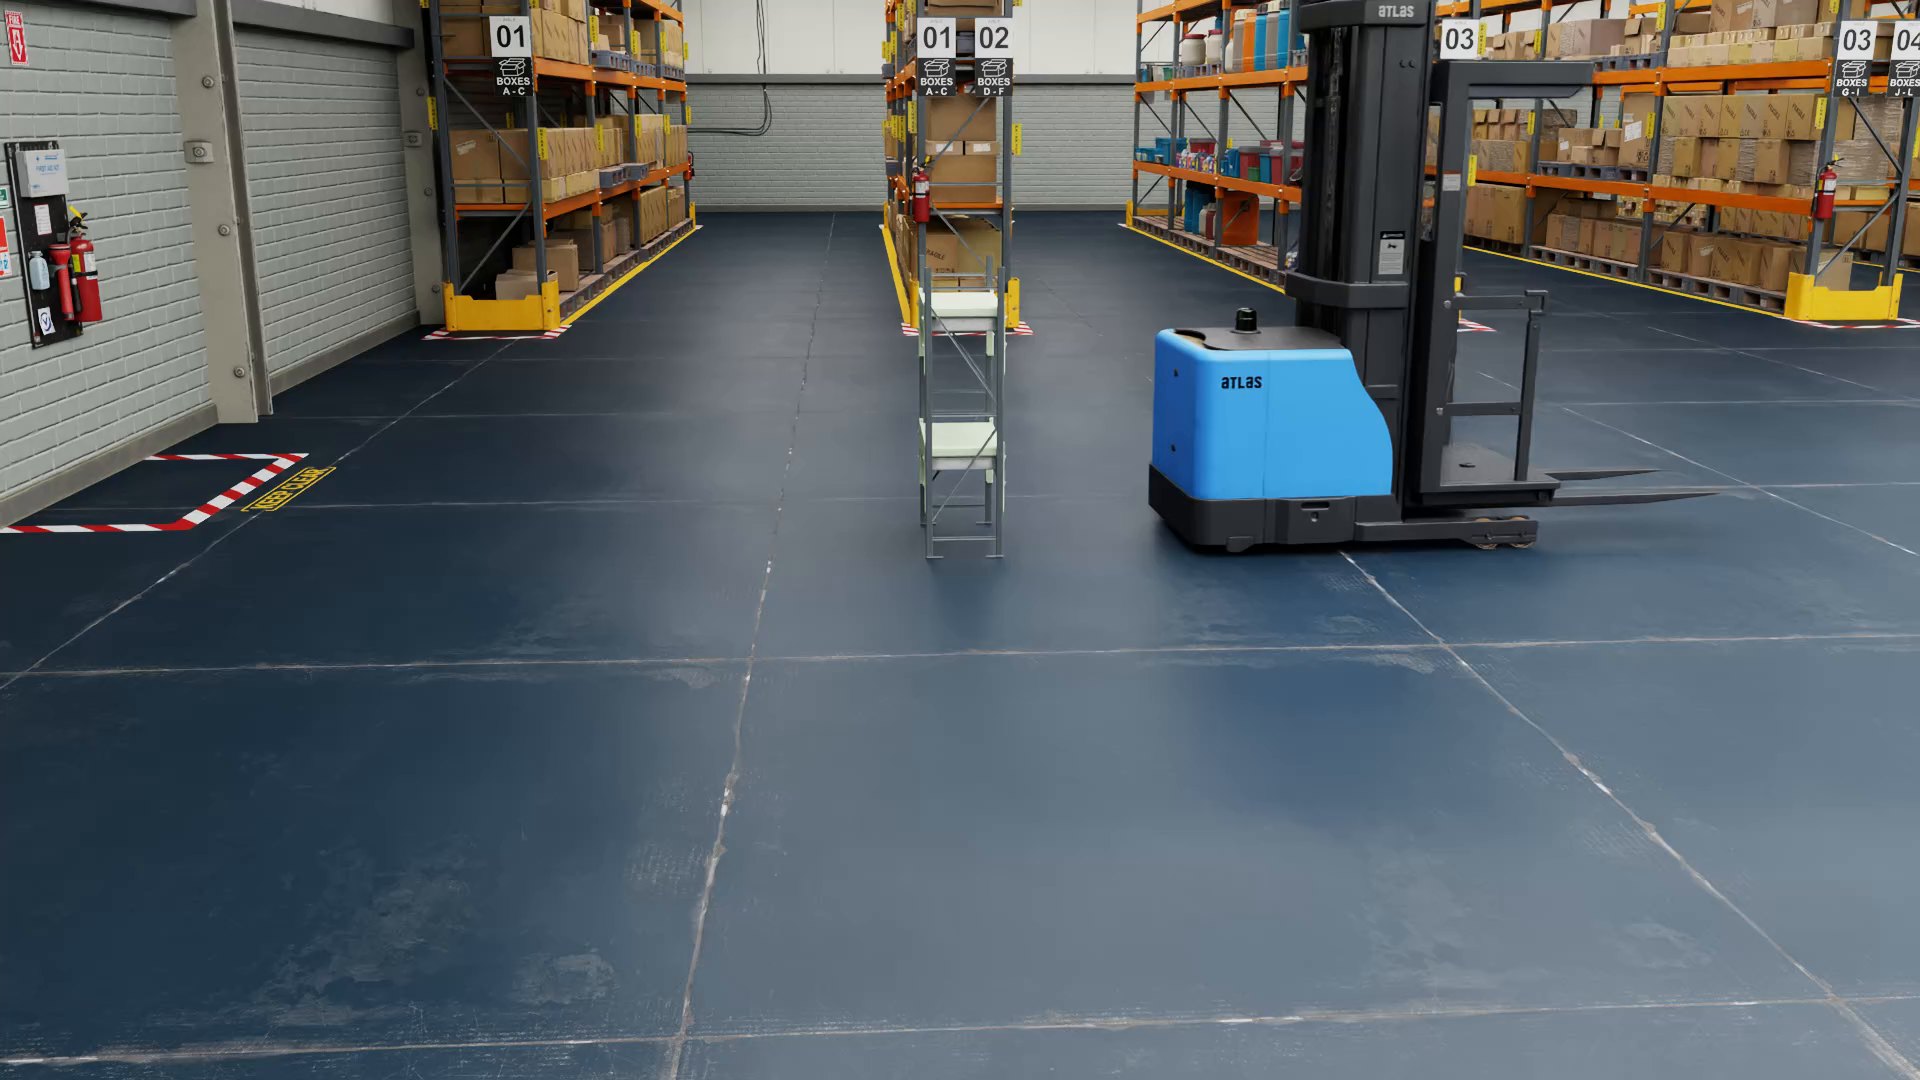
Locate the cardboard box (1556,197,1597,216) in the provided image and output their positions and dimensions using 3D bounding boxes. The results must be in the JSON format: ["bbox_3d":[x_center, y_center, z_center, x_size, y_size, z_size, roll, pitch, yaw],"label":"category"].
[{"bbox_3d":[9.509,-5.127,25.561,0.500,0.250,0.500,0,14,-1],"label":"cardboard box"}]

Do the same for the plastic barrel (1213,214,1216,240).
[{"bbox_3d":[4.322,-5.110,27.017,0.421,0.512,0.421,0,14,0],"label":"plastic barrel"}]

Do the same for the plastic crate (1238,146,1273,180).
[{"bbox_3d":[4.288,-5.475,24.159,0.402,0.464,0.583,-1,14,-3],"label":"plastic crate"}]

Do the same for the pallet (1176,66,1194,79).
[{"bbox_3d":[4.392,-8.014,28.511,1.213,0.211,1.003,-1,14,-3],"label":"pallet"}]

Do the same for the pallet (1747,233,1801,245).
[{"bbox_3d":[14.274,-5.125,28.523,1.003,0.211,1.213,-1,14,-3],"label":"pallet"}]

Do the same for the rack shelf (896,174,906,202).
[{"bbox_3d":[-0.327,-4.930,23.610,1.077,0.370,4.000,-1,14,-3],"label":"rack shelf"}]

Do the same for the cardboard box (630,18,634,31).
[{"bbox_3d":[-5.719,-8.549,27.626,0.500,0.250,0.500,0,14,1],"label":"cardboard box"}]

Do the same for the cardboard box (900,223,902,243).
[{"bbox_3d":[-0.581,-4.274,23.167,0.500,0.311,0.500,-1,14,-4],"label":"cardboard box"}]

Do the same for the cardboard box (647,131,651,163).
[{"bbox_3d":[-5.222,-6.279,26.572,0.500,0.500,0.500,-1,14,-4],"label":"cardboard box"}]

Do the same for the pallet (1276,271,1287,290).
[{"bbox_3d":[4.741,-3.338,21.576,1.003,0.211,1.213,-1,14,-3],"label":"pallet"}]

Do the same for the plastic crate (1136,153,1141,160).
[{"bbox_3d":[3.622,-7.594,32.932,0.250,0.136,0.298,-1,14,-3],"label":"plastic crate"}]

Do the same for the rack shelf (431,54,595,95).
[{"bbox_3d":[-5.023,-5.310,19.069,1.077,0.370,4.000,-1,14,-3],"label":"rack shelf"}]

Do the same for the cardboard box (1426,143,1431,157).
[{"bbox_3d":[8.865,-7.228,30.803,0.500,0.250,0.500,0,14,-2],"label":"cardboard box"}]

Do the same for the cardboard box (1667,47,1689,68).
[{"bbox_3d":[9.457,-6.197,21.372,0.500,0.250,0.500,-1,15,-6],"label":"cardboard box"}]

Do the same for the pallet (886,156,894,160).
[{"bbox_3d":[-0.758,-6.477,28.565,1.003,0.211,1.213,-1,14,-3],"label":"pallet"}]

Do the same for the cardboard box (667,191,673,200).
[{"bbox_3d":[-5.425,-6.275,30.268,0.380,0.149,0.250,0,14,-2],"label":"cardboard box"}]

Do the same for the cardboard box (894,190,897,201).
[{"bbox_3d":[-0.850,-5.763,28.034,0.500,0.250,0.500,-1,14,-3],"label":"cardboard box"}]

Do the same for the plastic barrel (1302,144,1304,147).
[{"bbox_3d":[4.901,-5.163,22.801,0.433,0.535,0.433,0,14,0],"label":"plastic barrel"}]

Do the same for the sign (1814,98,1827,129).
[{"bbox_3d":[9.378,-4.648,18.114,0.100,0.325,0.005,-1,14,-3],"label":"sign"}]

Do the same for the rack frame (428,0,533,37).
[{"bbox_3d":[-4.899,-6.614,16.672,1.000,3.000,0.127,-1,14,-3],"label":"rack frame"}]

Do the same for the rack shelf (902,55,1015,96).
[{"bbox_3d":[-0.079,-5.387,19.370,1.077,0.370,4.000,-1,14,-3],"label":"rack shelf"}]

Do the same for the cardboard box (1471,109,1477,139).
[{"bbox_3d":[9.237,-7.298,29.156,0.797,0.503,0.637,-1,14,-5],"label":"cardboard box"}]

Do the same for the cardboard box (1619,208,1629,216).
[{"bbox_3d":[13.611,-6.656,33.754,0.380,0.149,0.250,-1,14,-2],"label":"cardboard box"}]

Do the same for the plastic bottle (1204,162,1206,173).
[{"bbox_3d":[4.009,-6.056,26.943,0.097,0.201,0.097,0,14,0],"label":"plastic bottle"}]

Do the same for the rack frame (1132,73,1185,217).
[{"bbox_3d":[3.998,-7.841,33.480,1.000,3.000,0.127,-1,14,-3],"label":"rack frame"}]

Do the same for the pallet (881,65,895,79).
[{"bbox_3d":[-0.728,-7.969,28.335,1.213,0.211,1.003,-1,14,-3],"label":"pallet"}]

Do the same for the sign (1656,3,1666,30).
[{"bbox_3d":[9.131,-6.817,21.654,0.100,0.325,0.005,-1,14,-3],"label":"sign"}]

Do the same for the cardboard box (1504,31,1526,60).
[{"bbox_3d":[9.186,-7.996,27.020,0.500,0.500,0.500,0,14,0],"label":"cardboard box"}]

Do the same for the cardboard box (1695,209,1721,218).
[{"bbox_3d":[13.809,-6.014,30.662,0.380,0.149,0.250,-1,14,-2],"label":"cardboard box"}]

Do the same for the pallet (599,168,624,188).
[{"bbox_3d":[-5.049,-4.803,22.057,1.003,0.211,1.213,-1,14,-3],"label":"pallet"}]

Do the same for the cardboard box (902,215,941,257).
[{"bbox_3d":[-0.486,-3.895,21.317,0.500,0.500,0.500,-1,14,-3],"label":"cardboard box"}]

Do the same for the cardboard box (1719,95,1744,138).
[{"bbox_3d":[9.564,-5.121,20.104,0.500,0.500,0.500,-1,14,-3],"label":"cardboard box"}]

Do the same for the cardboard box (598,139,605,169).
[{"bbox_3d":[-5.171,-5.231,22.253,0.700,0.500,0.500,1,14,2],"label":"cardboard box"}]

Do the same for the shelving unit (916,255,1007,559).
[{"bbox_3d":[0.000,-0.725,8.833,0.431,1.500,0.755,-1,14,-3],"label":"shelving unit"}]

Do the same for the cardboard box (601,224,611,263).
[{"bbox_3d":[-5.282,-4.144,23.245,0.700,0.500,0.500,-1,14,-3],"label":"cardboard box"}]

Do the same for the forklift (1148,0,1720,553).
[{"bbox_3d":[2.637,-1.497,8.963,3.031,2.935,1.130,-2,15,-7],"label":"forklift"}]

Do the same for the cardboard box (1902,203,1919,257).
[{"bbox_3d":[14.457,-4.491,24.133,1.050,0.750,0.750,-1,14,-3],"label":"cardboard box"}]

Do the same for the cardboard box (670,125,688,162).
[{"bbox_3d":[-5.848,-7.706,32.355,0.980,0.700,0.700,0,14,-1],"label":"cardboard box"}]

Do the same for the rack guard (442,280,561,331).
[{"bbox_3d":[-4.903,-2.517,17.805,1.175,0.500,0.348,-1,14,-3],"label":"rack guard"}]

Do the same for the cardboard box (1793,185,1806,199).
[{"bbox_3d":[9.694,-3.946,18.847,0.380,0.149,0.250,-1,14,-3],"label":"cardboard box"}]

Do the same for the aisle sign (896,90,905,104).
[{"bbox_3d":[-1.243,-9.036,32.910,0.394,0.787,0.004,-1,14,-3],"label":"aisle sign"}]

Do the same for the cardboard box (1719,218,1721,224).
[{"bbox_3d":[14.428,-5.958,31.042,0.380,0.149,0.250,0,14,-2],"label":"cardboard box"}]

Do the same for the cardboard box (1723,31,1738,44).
[{"bbox_3d":[9.516,-6.096,20.182,0.380,0.149,0.250,-1,14,-5],"label":"cardboard box"}]

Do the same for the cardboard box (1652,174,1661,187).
[{"bbox_3d":[9.398,-4.753,21.983,0.380,0.149,0.250,-1,14,-3],"label":"cardboard box"}]

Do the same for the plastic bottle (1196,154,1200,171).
[{"bbox_3d":[3.952,-6.252,27.539,0.061,0.283,0.133,-1,14,-3],"label":"plastic bottle"}]

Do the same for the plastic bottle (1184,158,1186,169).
[{"bbox_3d":[3.903,-6.484,28.606,0.097,0.201,0.097,0,14,0],"label":"plastic bottle"}]

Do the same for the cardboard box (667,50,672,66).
[{"bbox_3d":[-5.439,-8.628,29.776,0.500,0.250,0.500,-1,14,-5],"label":"cardboard box"}]

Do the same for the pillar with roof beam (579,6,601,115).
[{"bbox_3d":[-2.252,-9.825,29.154,9.100,9.000,0.400,-1,14,-3],"label":"pillar with roof beam"}]

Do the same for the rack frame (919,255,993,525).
[{"bbox_3d":[-0.022,-0.816,9.187,0.400,1.500,0.023,-1,14,-3],"label":"rack frame"}]

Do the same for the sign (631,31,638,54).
[{"bbox_3d":[-4.853,-7.409,24.745,0.100,0.325,0.005,-1,14,-3],"label":"sign"}]

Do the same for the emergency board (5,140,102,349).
[{"bbox_3d":[-5.319,-1.762,9.854,0.194,1.169,0.643,-1,14,-3],"label":"emergency board"}]

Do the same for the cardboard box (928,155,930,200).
[{"bbox_3d":[-0.008,-4.081,18.667,0.700,0.500,0.500,-1,14,-2],"label":"cardboard box"}]

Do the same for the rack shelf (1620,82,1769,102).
[{"bbox_3d":[14.022,-8.575,31.759,1.077,0.370,4.000,-1,14,-3],"label":"rack shelf"}]

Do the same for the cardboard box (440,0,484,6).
[{"bbox_3d":[-5.186,-5.807,17.307,0.500,0.500,0.500,0,14,-1],"label":"cardboard box"}]
